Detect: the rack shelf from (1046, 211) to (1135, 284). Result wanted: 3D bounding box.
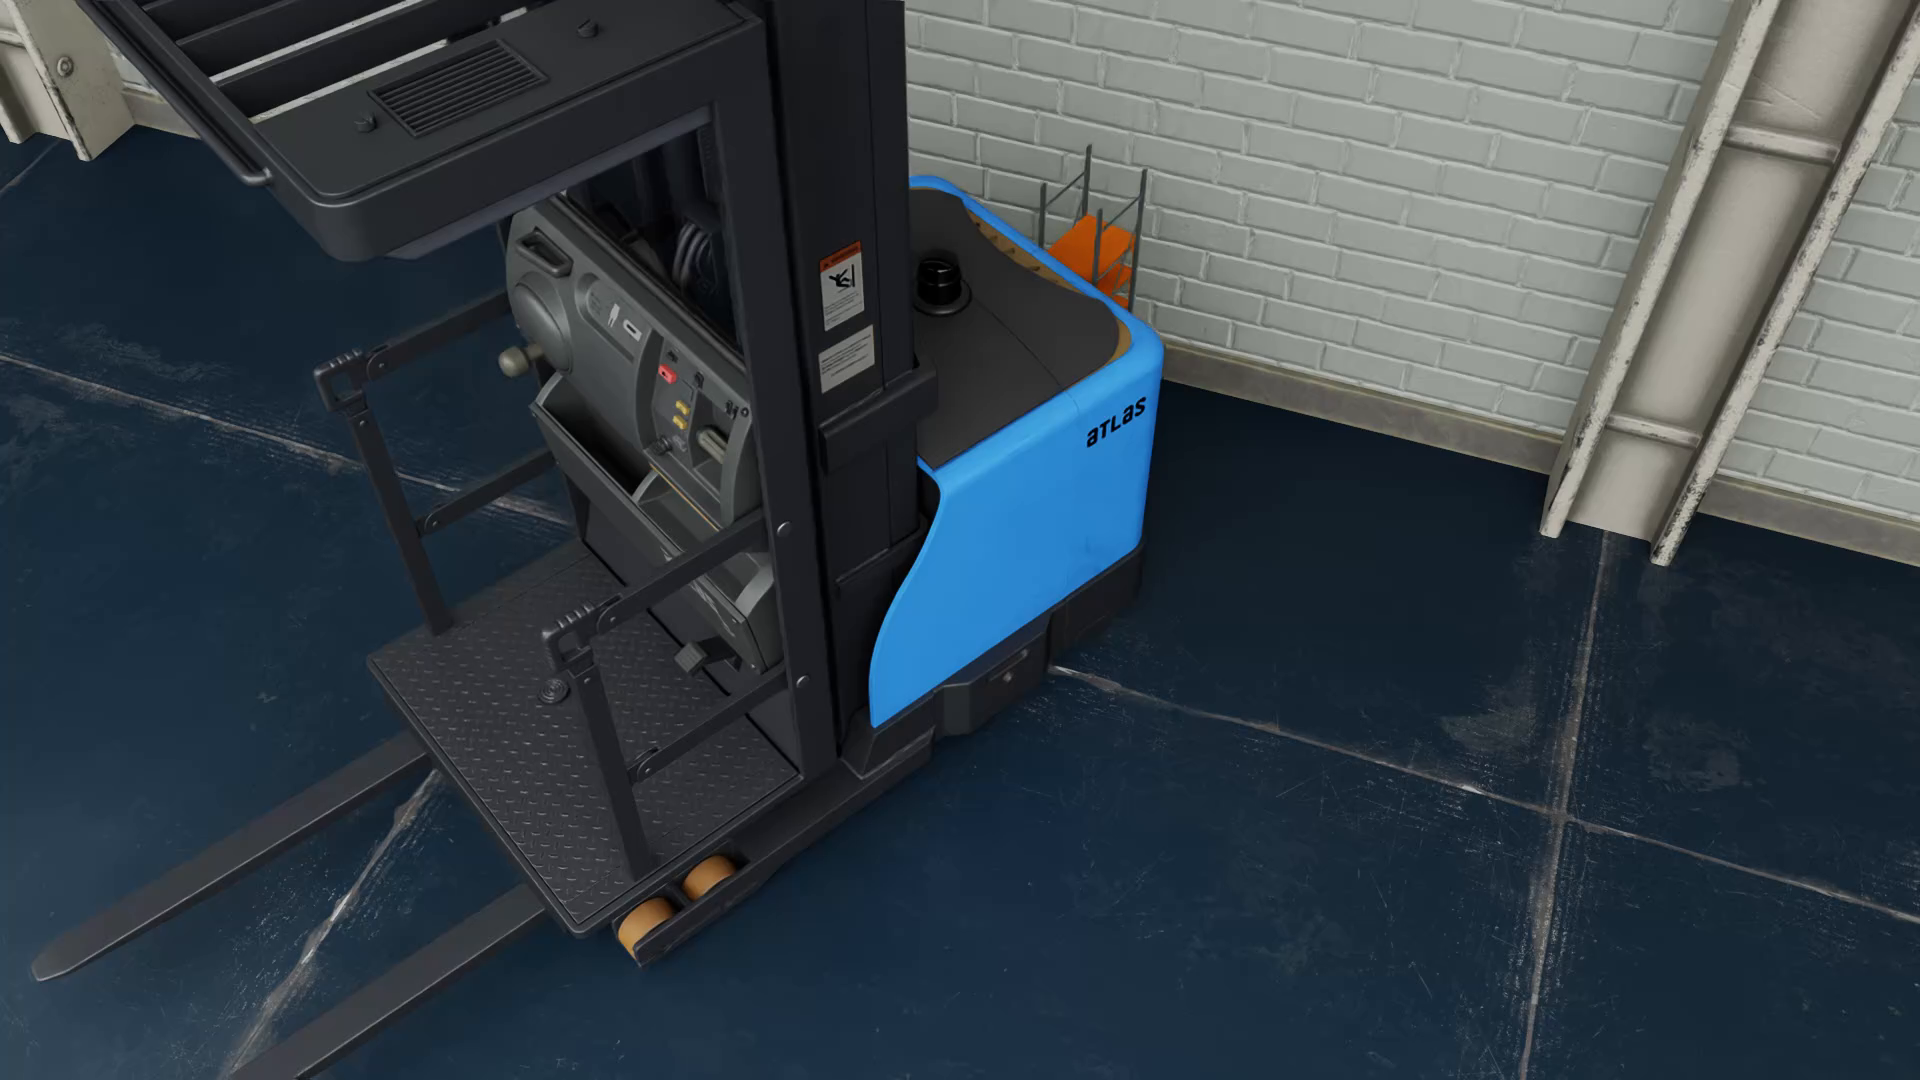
[{"bbox_3d":[0.365,-0.800,4.731,0.180,0.103,0.258,29,55,23],"label":"rack shelf"}]

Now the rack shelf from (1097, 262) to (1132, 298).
[{"bbox_3d":[0.365,-0.721,4.822,0.180,0.103,0.258,29,55,23],"label":"rack shelf"}]

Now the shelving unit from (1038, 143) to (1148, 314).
[{"bbox_3d":[0.365,-0.593,4.970,0.189,1.200,0.258,29,55,23],"label":"shelving unit"}]

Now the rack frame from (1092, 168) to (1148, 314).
[{"bbox_3d":[0.439,-0.551,4.934,0.006,1.200,0.240,29,55,23],"label":"rack frame"}]

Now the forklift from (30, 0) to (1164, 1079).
[{"bbox_3d":[-0.903,-0.328,3.594,3.031,2.935,1.130,-33,57,-25],"label":"forklift"}]

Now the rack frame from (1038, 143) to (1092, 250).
[{"bbox_3d":[0.292,-0.634,5.006,0.006,1.200,0.240,29,55,23],"label":"rack frame"}]

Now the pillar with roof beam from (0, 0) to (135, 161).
[{"bbox_3d":[-5.046,-1.544,0.633,0.400,9.000,9.100,16,51,13],"label":"pillar with roof beam"}]

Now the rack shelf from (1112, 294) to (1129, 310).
[{"bbox_3d":[0.365,-0.642,4.913,0.180,0.103,0.258,29,55,23],"label":"rack shelf"}]
